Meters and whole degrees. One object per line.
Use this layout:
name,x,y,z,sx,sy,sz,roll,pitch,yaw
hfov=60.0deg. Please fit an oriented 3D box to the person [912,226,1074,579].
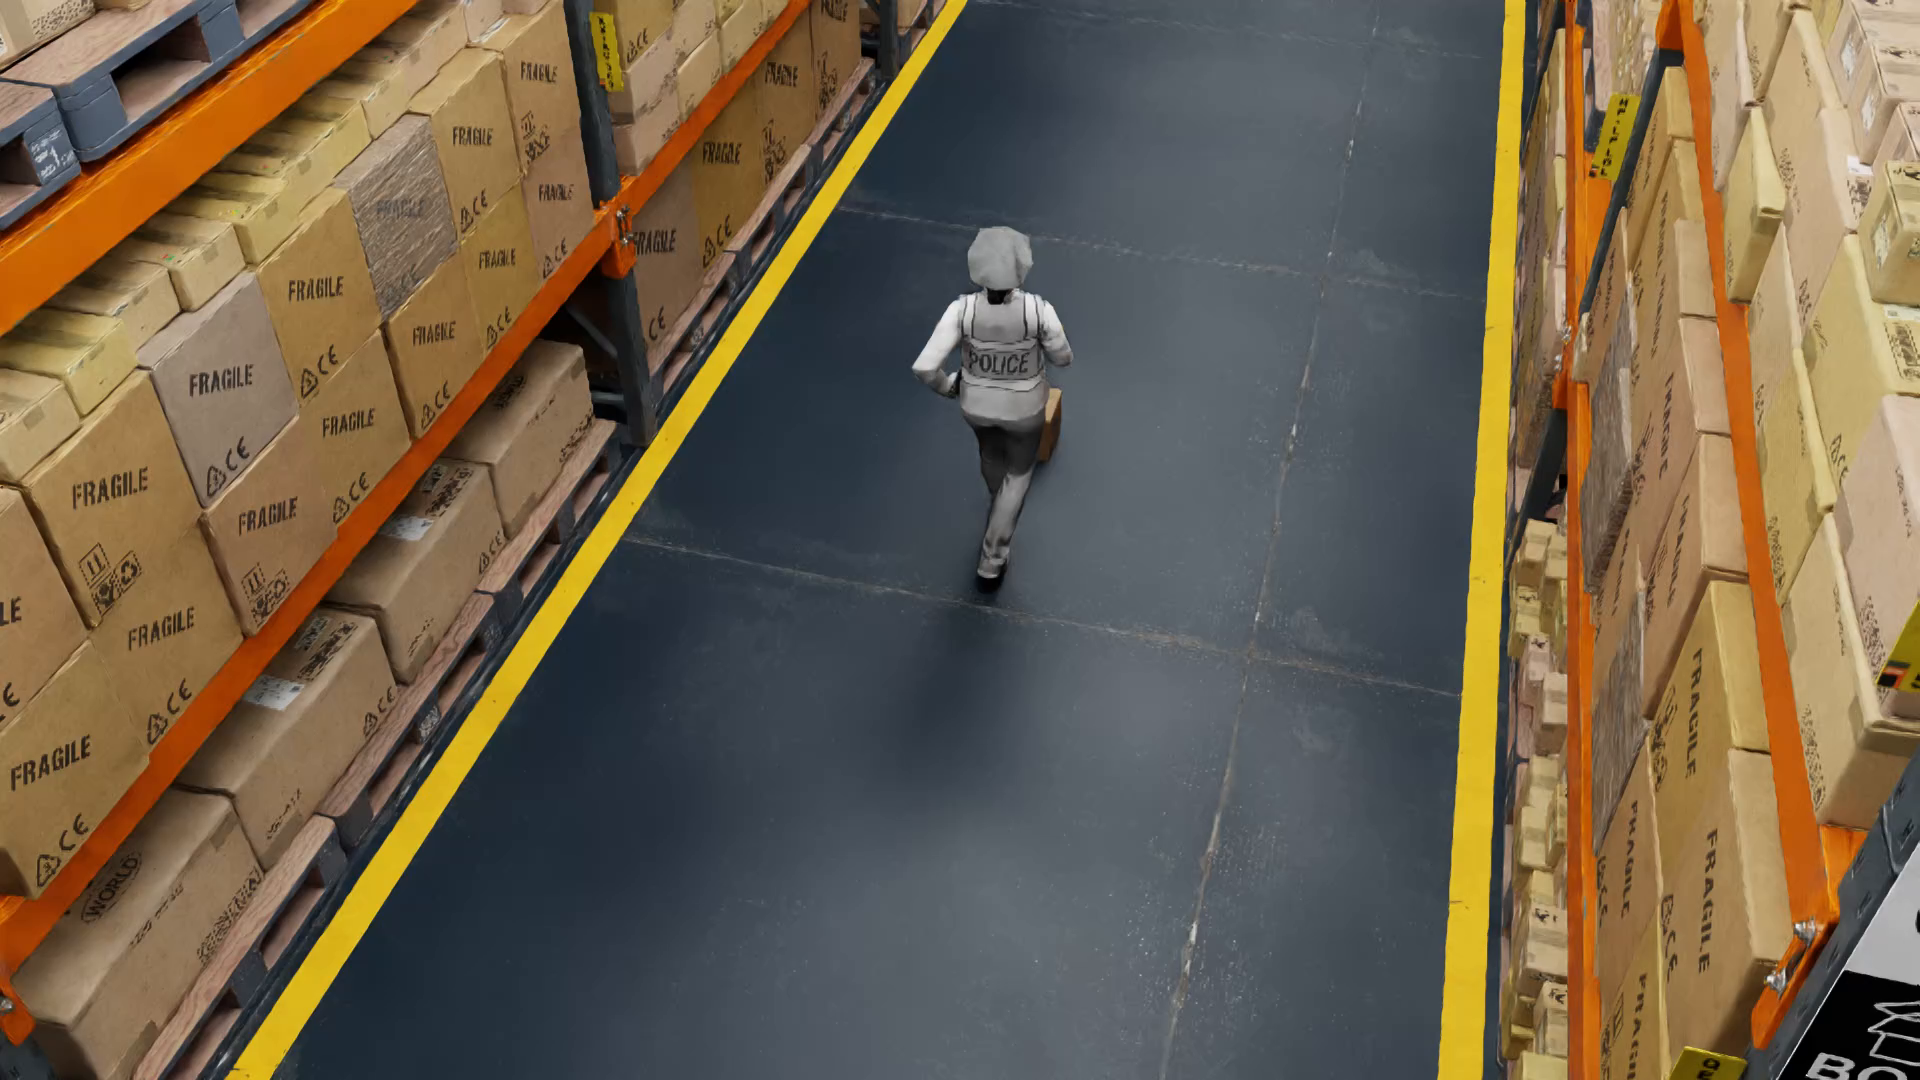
person,0.193,-0.631,6.856,0.573,1.679,0.807,11,42,12
